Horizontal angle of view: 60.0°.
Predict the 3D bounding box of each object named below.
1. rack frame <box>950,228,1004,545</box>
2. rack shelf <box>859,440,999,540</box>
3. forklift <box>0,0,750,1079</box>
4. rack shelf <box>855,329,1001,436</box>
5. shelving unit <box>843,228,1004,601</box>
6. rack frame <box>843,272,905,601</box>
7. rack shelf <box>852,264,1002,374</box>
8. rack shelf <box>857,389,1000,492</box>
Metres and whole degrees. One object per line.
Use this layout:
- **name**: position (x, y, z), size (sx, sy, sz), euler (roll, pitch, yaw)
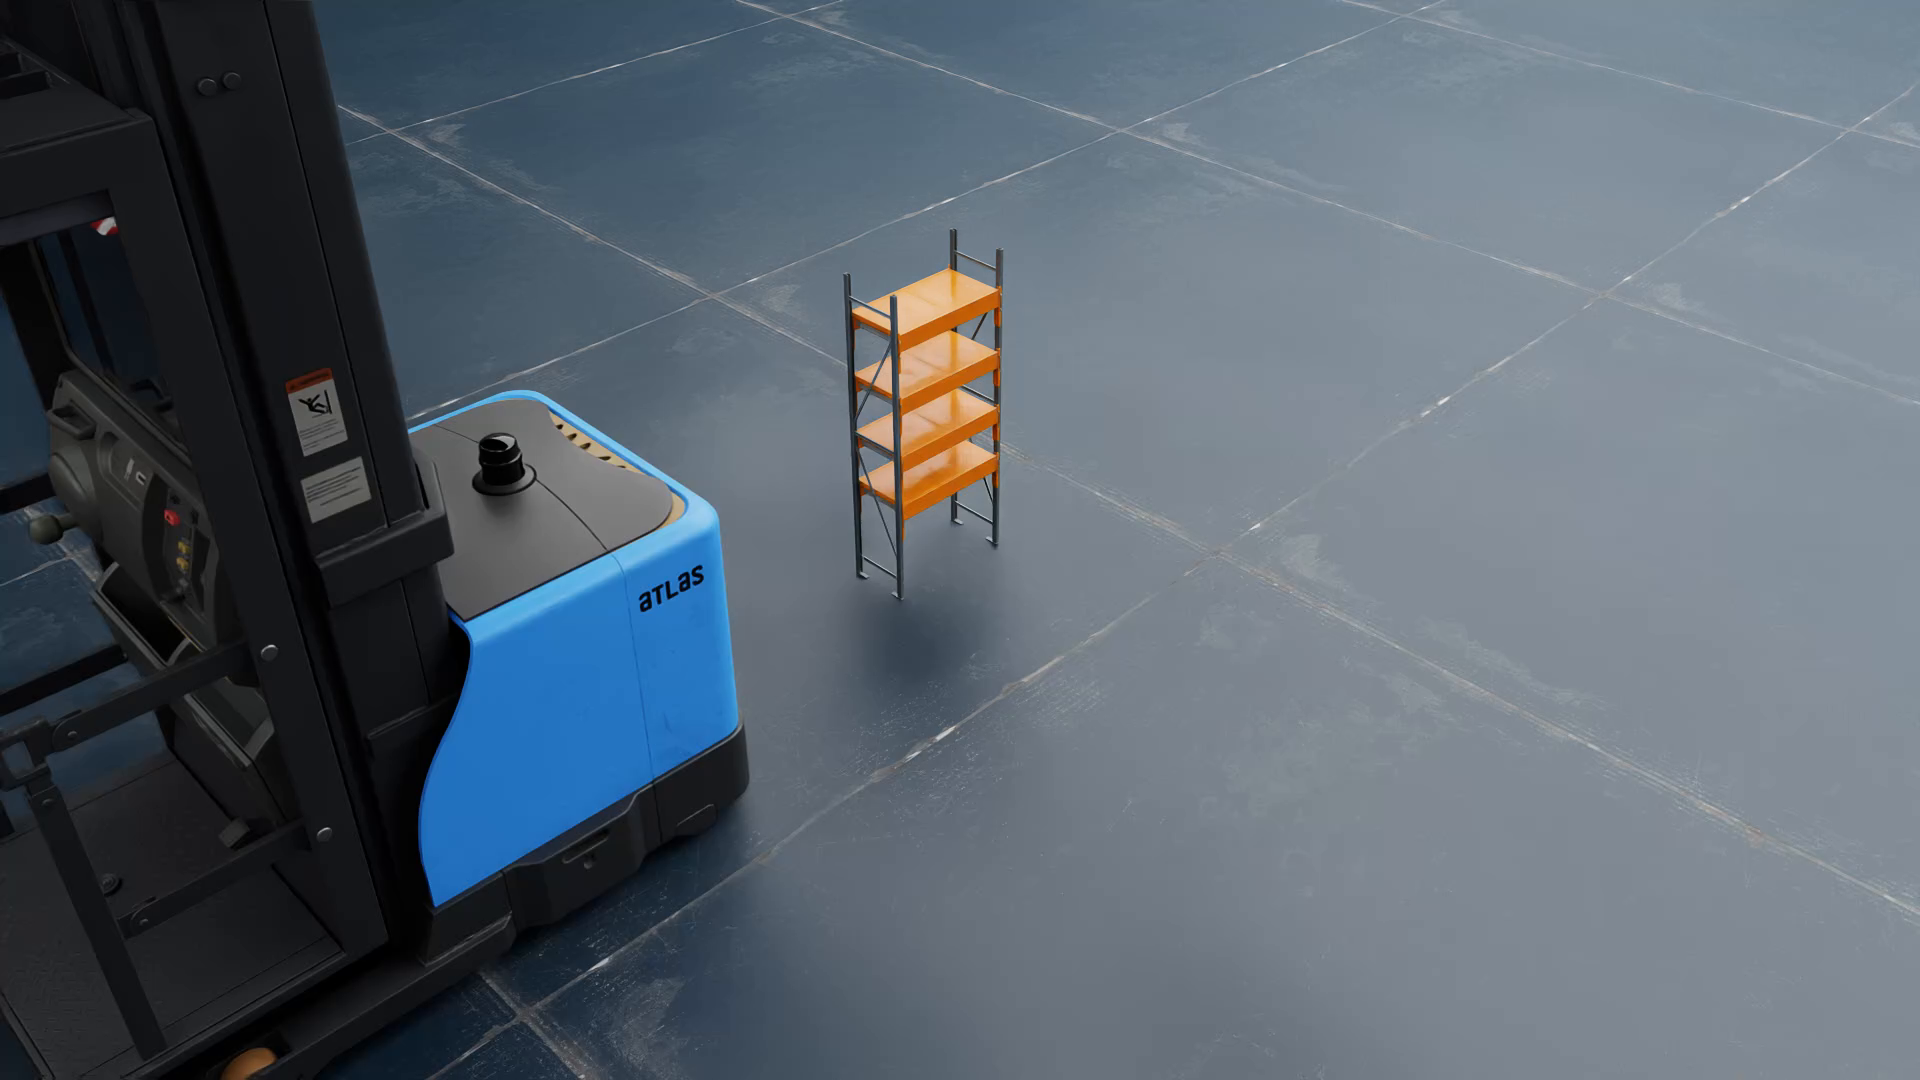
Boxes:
- **rack frame**: position (0.055, -0.524, 5.952), size (0.240, 1.200, 0.015), euler (30, 45, 35)
- **rack shelf**: position (-0.117, -0.207, 5.963), size (0.258, 0.148, 0.480), euler (30, 45, 35)
- **forklift**: position (-2.049, -0.017, 3.712), size (3.031, 2.935, 1.130), euler (-29, 44, -35)
- **rack shelf**: position (-0.117, -0.553, 5.721), size (0.258, 0.148, 0.480), euler (30, 45, 35)
- **shelving unit**: position (-0.117, -0.425, 5.810), size (0.258, 1.200, 0.503), euler (30, 45, 35)
- **rack frame**: position (-0.289, -0.326, 5.668), size (0.240, 1.200, 0.015), euler (30, 45, 35)
- **rack shelf**: position (-0.117, -0.747, 5.586), size (0.258, 0.148, 0.480), euler (30, 45, 35)
- **rack shelf**: position (-0.117, -0.370, 5.849), size (0.258, 0.148, 0.480), euler (30, 45, 35)
